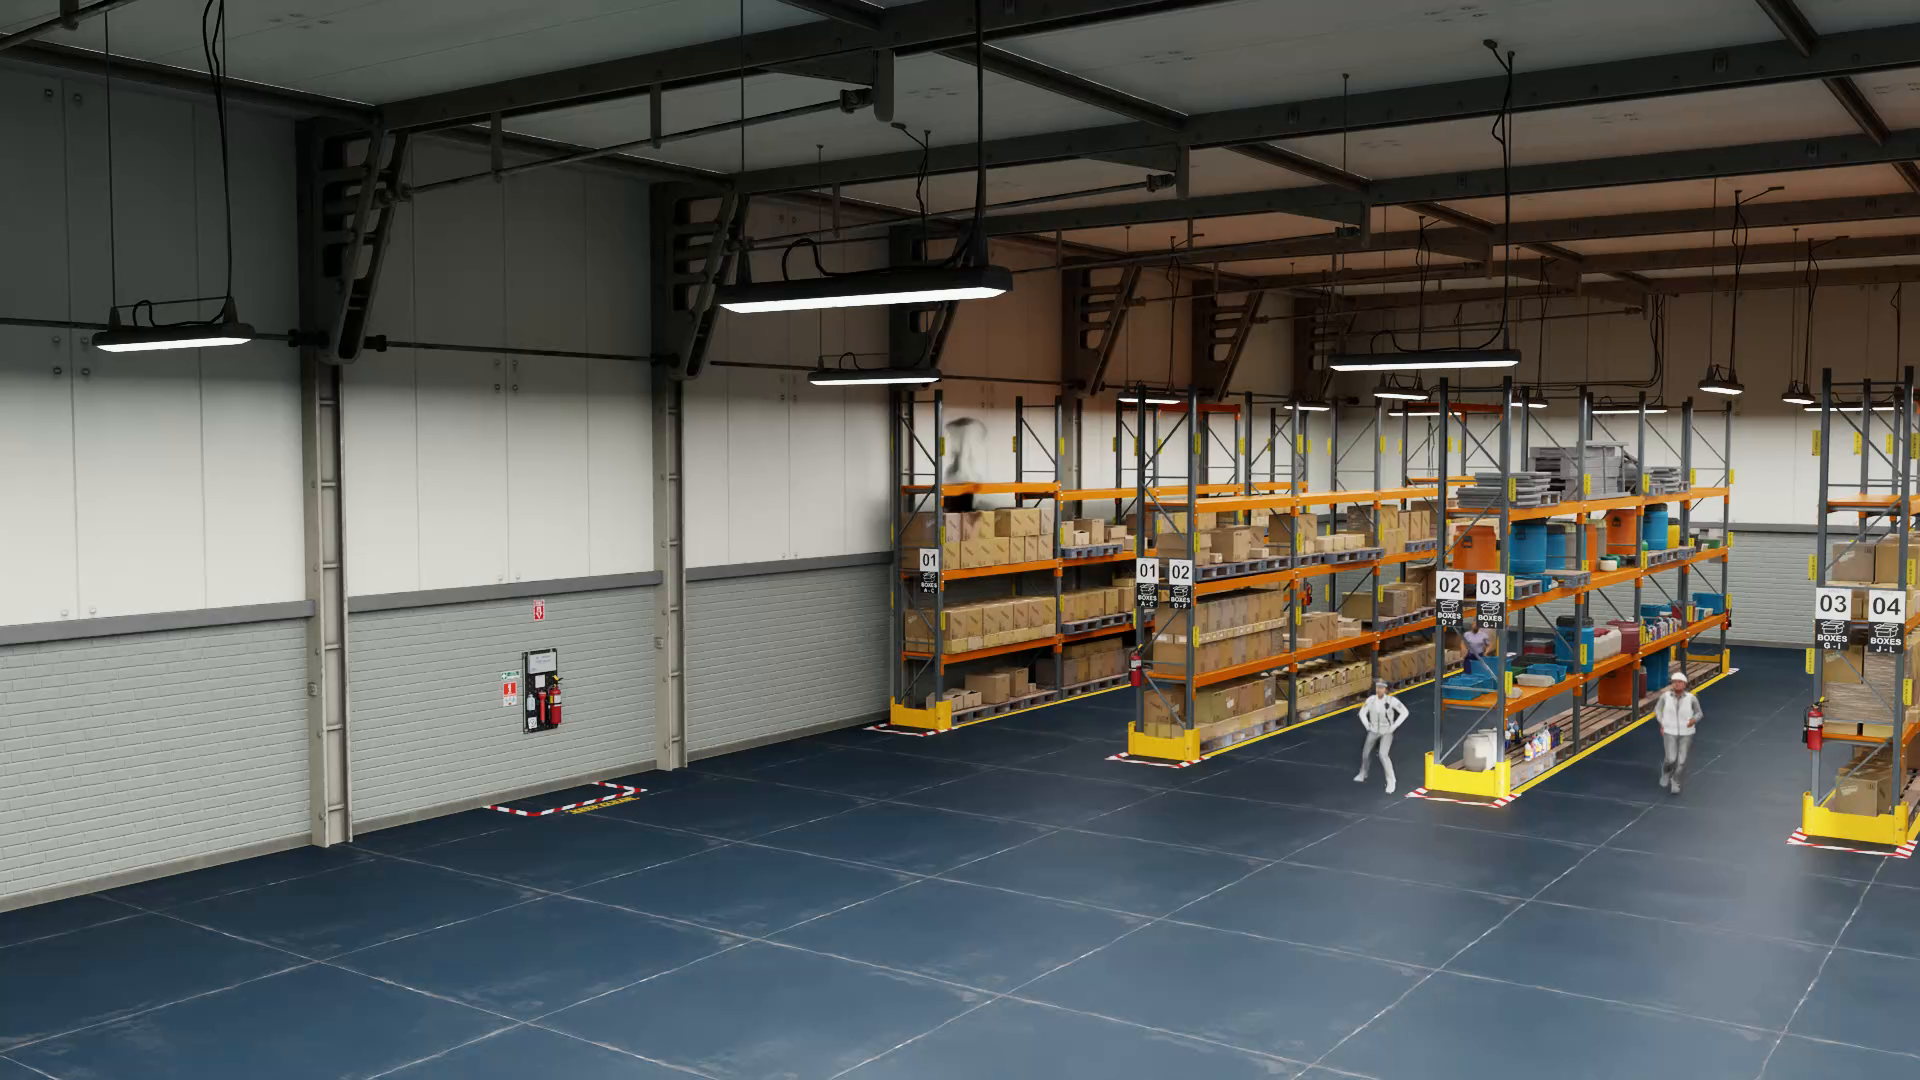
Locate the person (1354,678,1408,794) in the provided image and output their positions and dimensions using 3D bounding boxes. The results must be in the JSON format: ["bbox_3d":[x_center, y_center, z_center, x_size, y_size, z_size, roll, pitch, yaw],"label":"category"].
[{"bbox_3d":[6.127,2.824,24.309,0.811,1.664,0.682,2,4,31],"label":"person"}]

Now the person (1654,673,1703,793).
[{"bbox_3d":[10.346,2.783,23.941,0.645,1.741,0.585,1,3,21],"label":"person"}]

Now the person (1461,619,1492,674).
[{"bbox_3d":[10.167,2.358,32.782,0.595,1.601,0.560,2,4,26],"label":"person"}]
